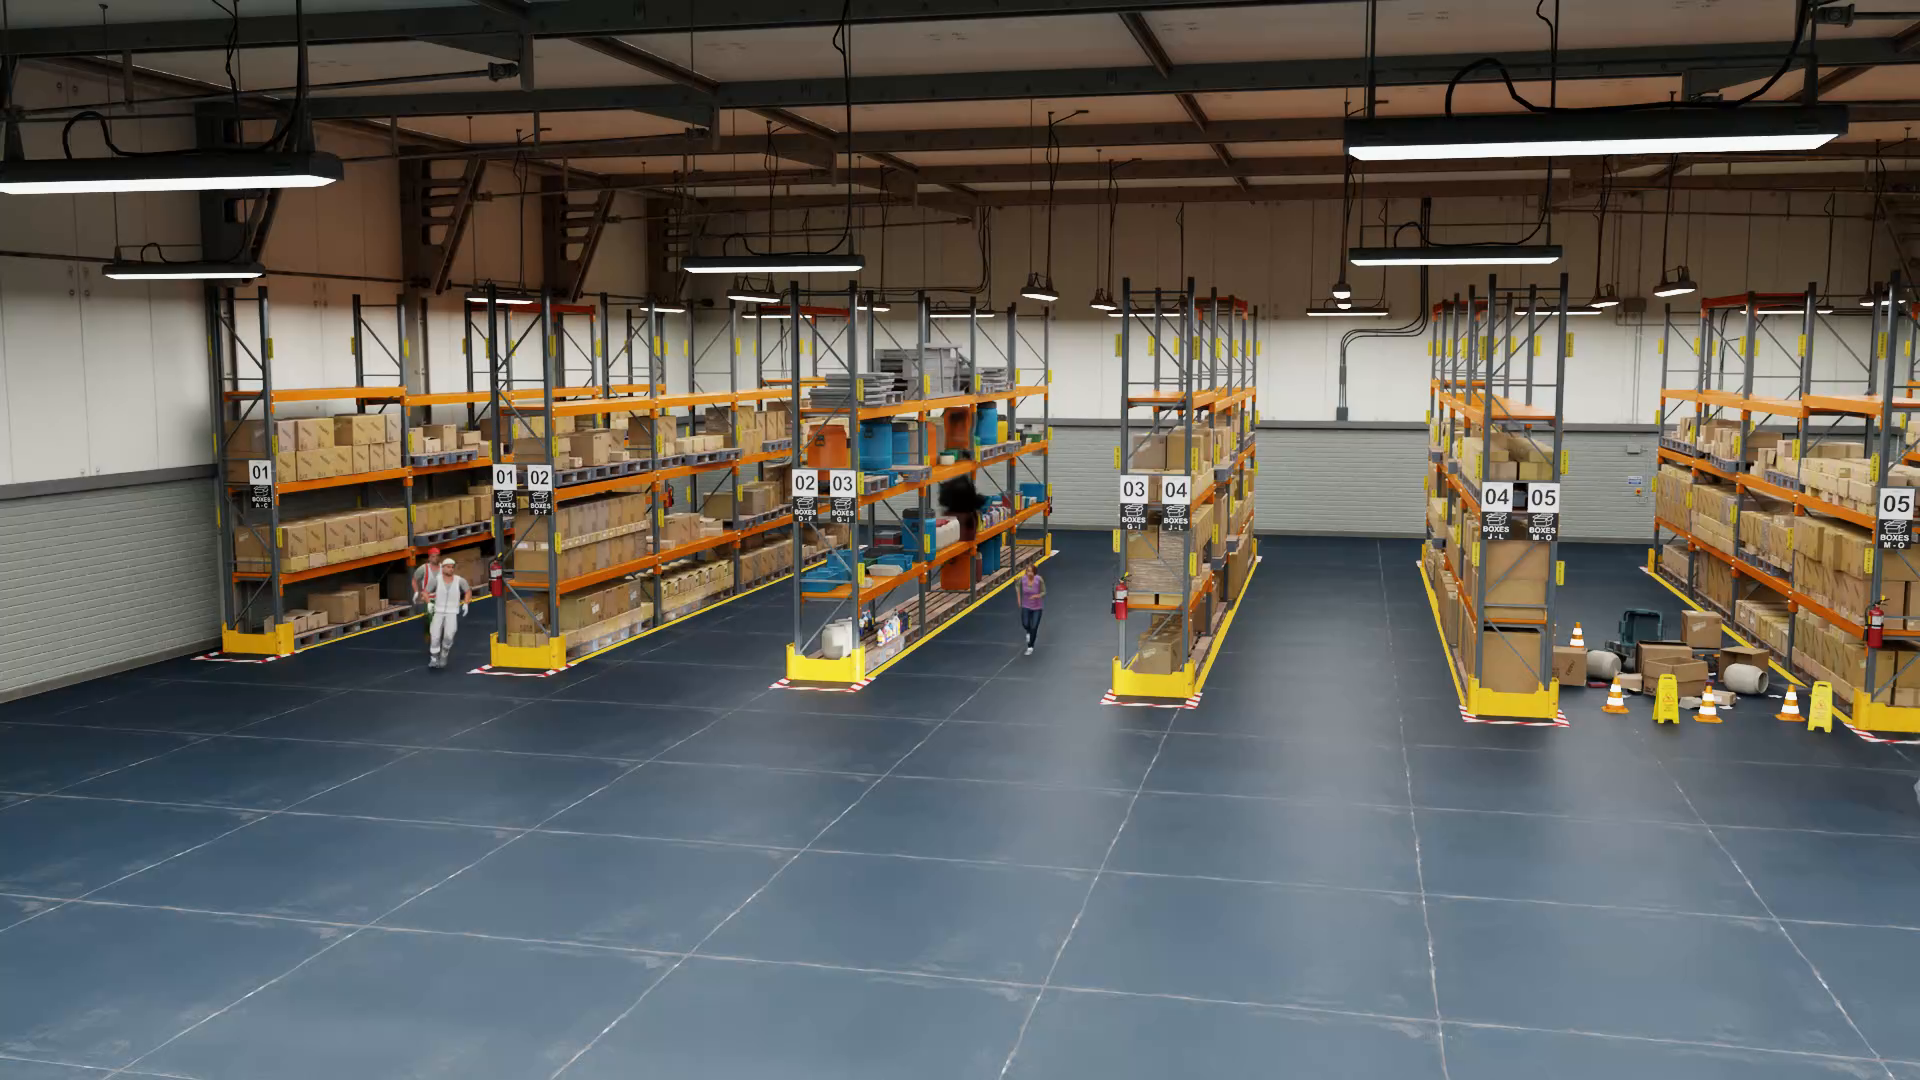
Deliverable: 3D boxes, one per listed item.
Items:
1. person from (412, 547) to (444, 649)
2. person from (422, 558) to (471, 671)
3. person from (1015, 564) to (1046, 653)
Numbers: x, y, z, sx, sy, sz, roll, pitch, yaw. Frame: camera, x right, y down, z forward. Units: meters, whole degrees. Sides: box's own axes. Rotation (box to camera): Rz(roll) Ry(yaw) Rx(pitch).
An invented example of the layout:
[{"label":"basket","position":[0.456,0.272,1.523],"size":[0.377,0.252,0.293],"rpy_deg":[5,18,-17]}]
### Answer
[{"label":"person","position":[-8.661,0.980,27.434],"size":[0.665,1.731,0.674],"rpy_deg":[-4,8,-30]},{"label":"person","position":[-8.022,1.154,26.009],"size":[0.722,1.757,0.630],"rpy_deg":[-2,7,-15]},{"label":"person","position":[1.149,1.130,27.157],"size":[0.524,1.525,0.735],"rpy_deg":[1,7,6]}]
